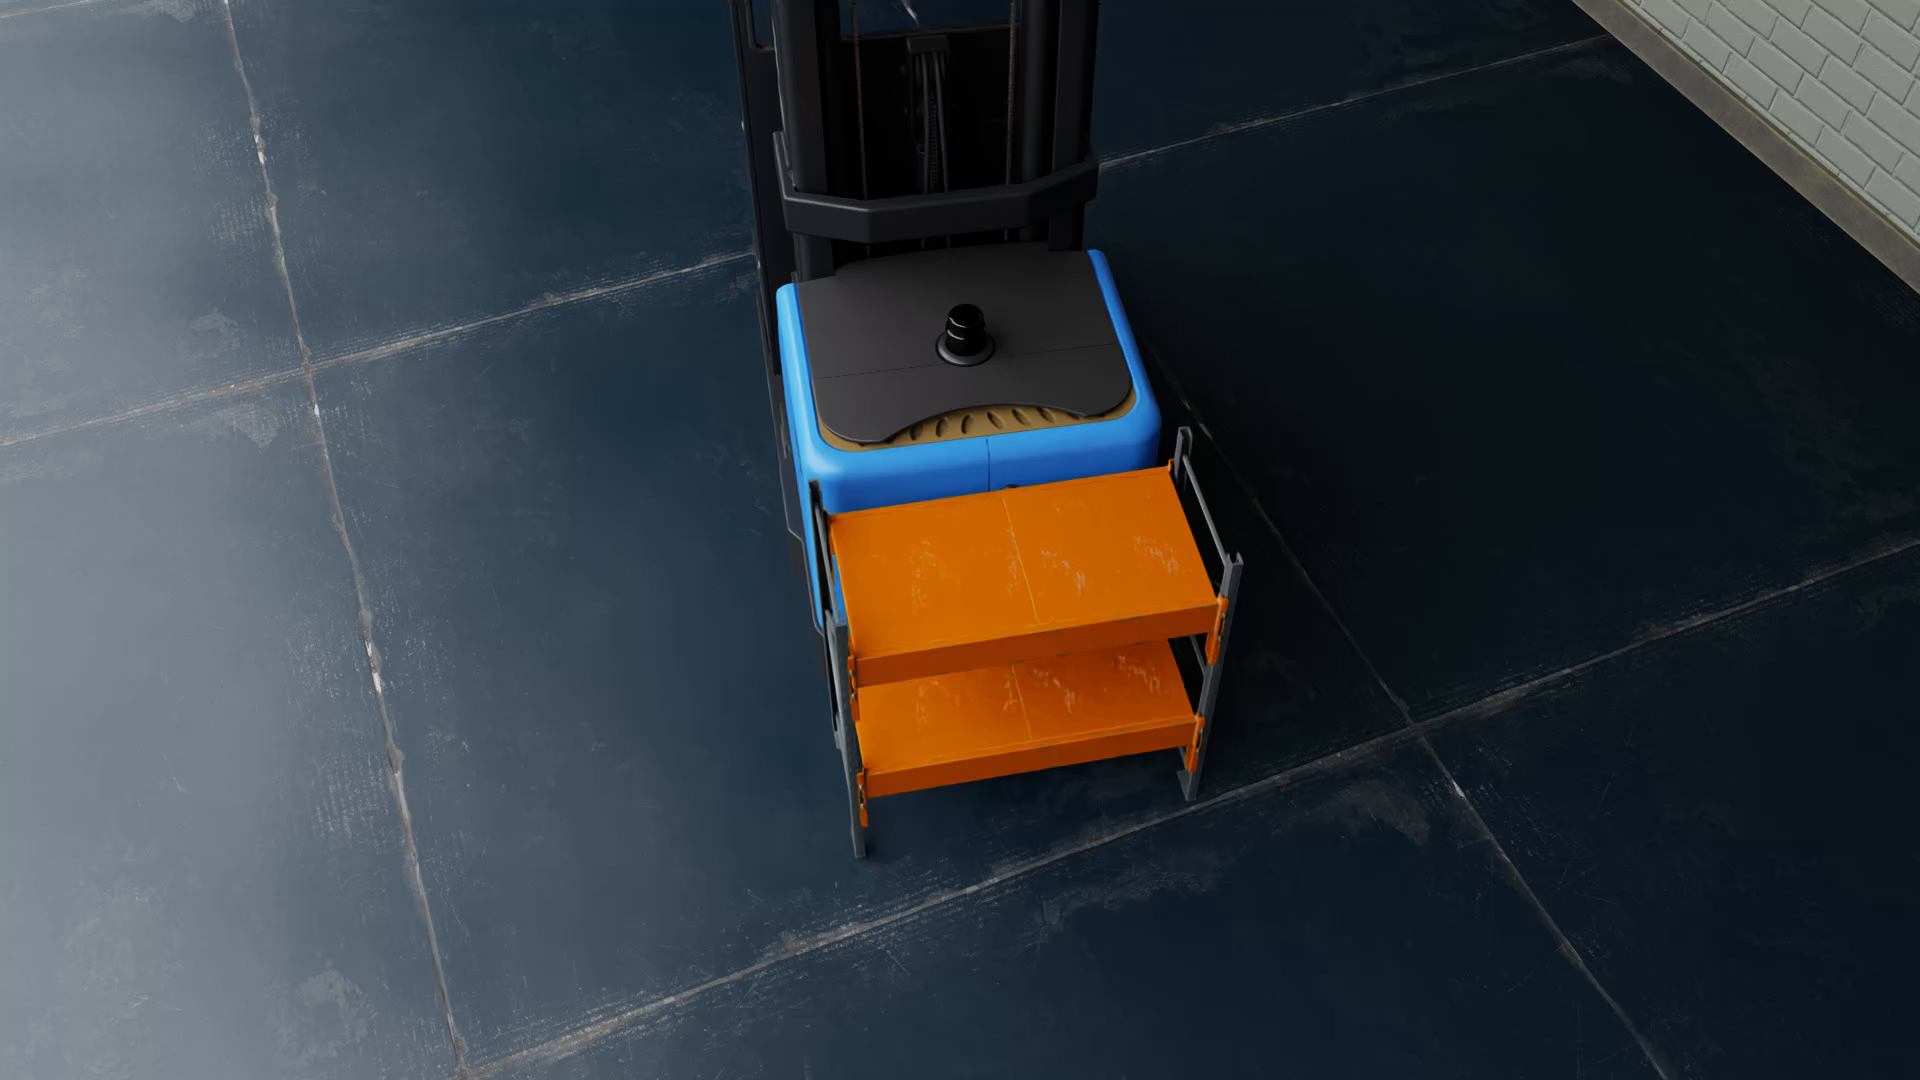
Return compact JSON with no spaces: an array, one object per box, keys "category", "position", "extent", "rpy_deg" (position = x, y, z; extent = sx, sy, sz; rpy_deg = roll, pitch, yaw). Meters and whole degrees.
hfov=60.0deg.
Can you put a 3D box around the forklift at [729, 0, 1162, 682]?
[{"category":"forklift","position":[-0.173,-1.623,5.212],"extent":[1.130,2.935,3.031],"rpy_deg":[-7,50,-6]}]

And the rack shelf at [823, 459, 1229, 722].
[{"category":"rack shelf","position":[0.158,0.127,4.514],"extent":[1.000,0.278,0.538],"rpy_deg":[-8,50,-7]}]

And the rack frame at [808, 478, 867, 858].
[{"category":"rack frame","position":[-0.341,0.391,4.673],"extent":[0.032,1.125,0.500],"rpy_deg":[-8,50,-7]}]

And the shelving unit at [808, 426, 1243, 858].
[{"category":"shelving unit","position":[0.158,0.317,4.736],"extent":[1.048,1.125,0.538],"rpy_deg":[-8,50,-7]}]

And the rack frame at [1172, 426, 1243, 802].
[{"category":"rack frame","position":[0.657,0.243,4.799],"extent":[0.032,1.125,0.500],"rpy_deg":[-8,50,-7]}]

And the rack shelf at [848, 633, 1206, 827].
[{"category":"rack shelf","position":[0.158,0.477,4.922],"extent":[1.000,0.278,0.538],"rpy_deg":[-8,50,-7]}]
